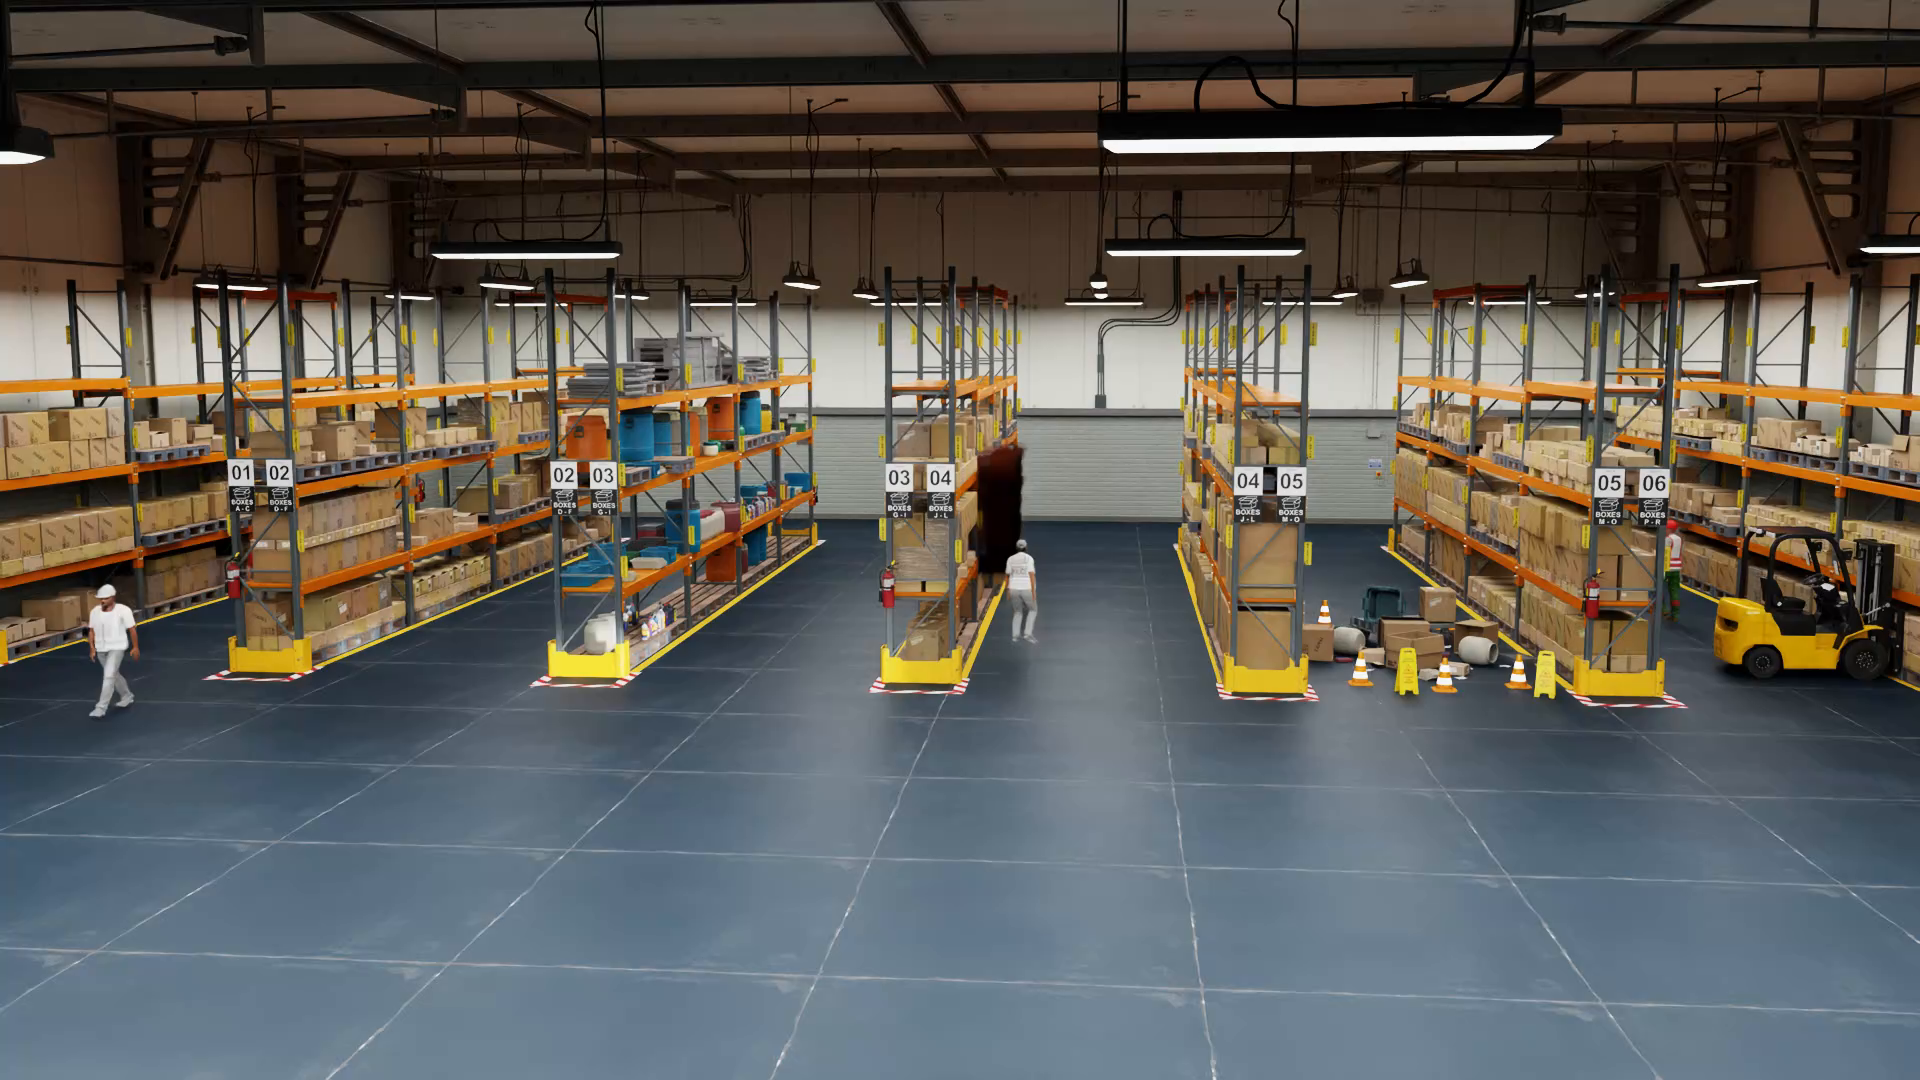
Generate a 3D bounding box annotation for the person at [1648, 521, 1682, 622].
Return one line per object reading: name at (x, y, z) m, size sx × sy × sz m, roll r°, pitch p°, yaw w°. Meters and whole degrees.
person at (12.544, 0.543, 29.449) m, size 0.493 × 1.783 × 0.692 m, roll -4°, pitch 8°, yaw -27°

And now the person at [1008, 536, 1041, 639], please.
person at (1.027, 0.728, 26.268) m, size 0.547 × 1.586 × 1.011 m, roll 2°, pitch 7°, yaw 13°

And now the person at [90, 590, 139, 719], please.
person at (-11.327, 1.505, 22.209) m, size 0.548 × 1.651 × 0.974 m, roll -1°, pitch 7°, yaw -11°

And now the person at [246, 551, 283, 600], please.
person at (-11.777, 0.752, 28.205) m, size 0.633 × 1.777 × 0.461 m, roll -4°, pitch 8°, yaw -28°
